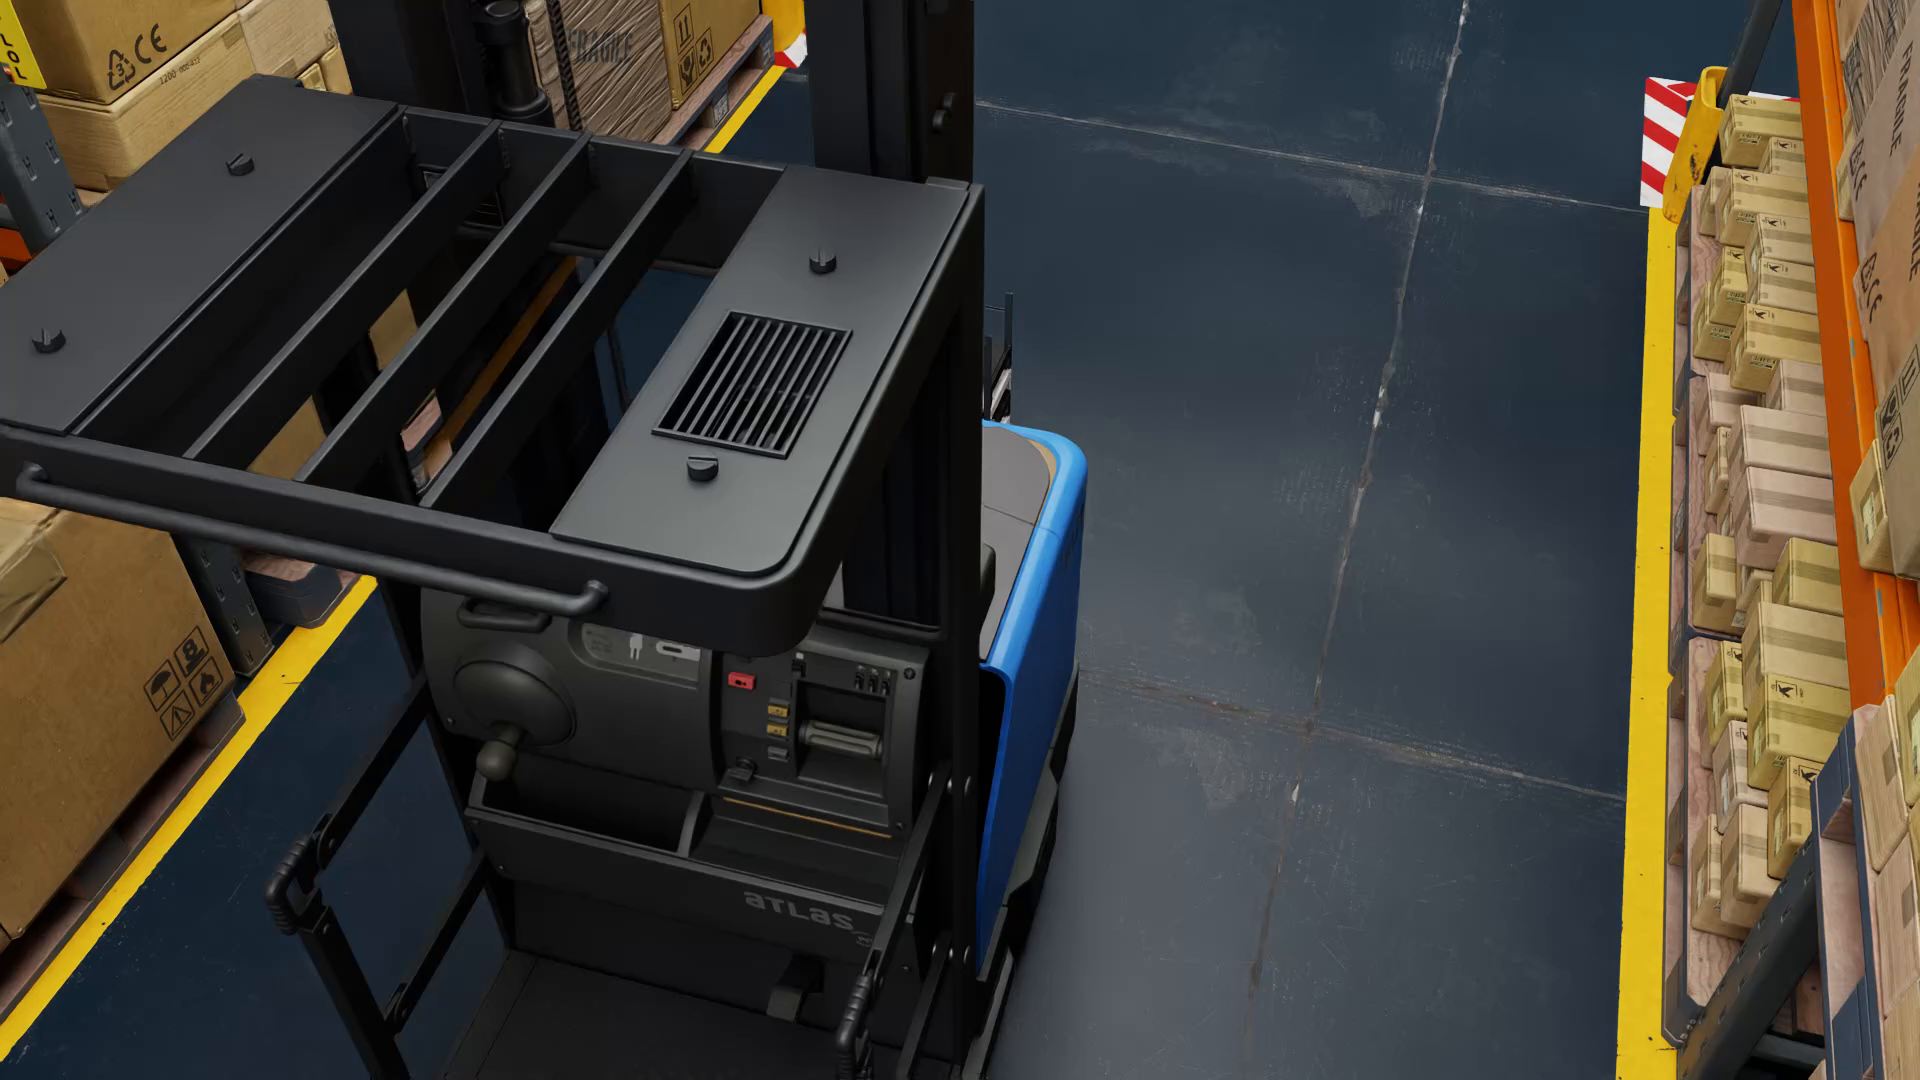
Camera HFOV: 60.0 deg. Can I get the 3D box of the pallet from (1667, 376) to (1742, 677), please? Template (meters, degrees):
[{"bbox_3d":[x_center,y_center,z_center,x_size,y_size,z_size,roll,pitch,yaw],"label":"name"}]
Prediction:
[{"bbox_3d":[2.716,0.031,5.068,1.003,0.211,1.213,13,46,13],"label":"pallet"}]

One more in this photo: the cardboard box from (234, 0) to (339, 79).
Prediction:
[{"bbox_3d":[-1.971,-1.454,4.485,0.500,0.250,0.500,12,46,12],"label":"cardboard box"}]

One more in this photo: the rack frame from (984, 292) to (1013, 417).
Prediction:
[{"bbox_3d":[0.033,-0.395,5.010,0.240,0.900,0.006,13,46,12],"label":"rack frame"}]

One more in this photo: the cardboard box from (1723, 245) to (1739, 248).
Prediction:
[{"bbox_3d":[2.925,-1.019,5.885,0.380,0.149,0.250,12,46,12],"label":"cardboard box"}]

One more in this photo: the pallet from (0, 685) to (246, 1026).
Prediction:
[{"bbox_3d":[-2.680,0.714,4.369,1.003,0.211,1.213,13,46,13],"label":"pallet"}]

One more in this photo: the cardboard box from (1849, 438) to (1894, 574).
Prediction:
[{"bbox_3d":[2.016,-0.040,3.326,0.380,0.149,0.250,11,46,11],"label":"cardboard box"}]

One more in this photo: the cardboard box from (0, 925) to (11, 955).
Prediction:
[{"bbox_3d":[-2.962,0.823,3.483,1.225,0.875,0.875,11,45,11],"label":"cardboard box"}]

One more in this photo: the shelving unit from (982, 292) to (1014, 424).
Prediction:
[{"bbox_3d":[0.002,-0.327,4.941,0.258,0.900,0.210,13,46,12],"label":"shelving unit"}]

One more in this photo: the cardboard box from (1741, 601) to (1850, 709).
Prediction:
[{"bbox_3d":[2.146,0.323,4.088,0.380,0.149,0.250,12,46,12],"label":"cardboard box"}]

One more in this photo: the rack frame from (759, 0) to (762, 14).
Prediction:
[{"bbox_3d":[-1.307,-3.479,6.661,1.000,3.000,0.127,13,46,13],"label":"rack frame"}]

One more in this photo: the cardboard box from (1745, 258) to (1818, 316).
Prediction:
[{"bbox_3d":[2.651,-0.712,5.146,0.380,0.149,0.250,14,46,14],"label":"cardboard box"}]

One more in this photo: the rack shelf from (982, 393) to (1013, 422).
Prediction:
[{"bbox_3d":[0.002,-0.368,4.901,0.258,0.077,0.200,13,46,12],"label":"rack shelf"}]

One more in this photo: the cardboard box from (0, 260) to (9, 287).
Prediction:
[{"bbox_3d":[-2.399,-0.479,3.523,0.500,0.500,0.500,13,46,13],"label":"cardboard box"}]

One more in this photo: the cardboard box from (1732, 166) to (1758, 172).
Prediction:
[{"bbox_3d":[2.987,-1.304,5.963,0.380,0.149,0.250,14,46,14],"label":"cardboard box"}]

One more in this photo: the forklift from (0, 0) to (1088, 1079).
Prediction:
[{"bbox_3d":[-0.571,0.375,2.771,1.130,2.935,3.031,11,45,11],"label":"forklift"}]

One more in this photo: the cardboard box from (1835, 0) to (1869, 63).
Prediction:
[{"bbox_3d":[2.693,-1.577,4.432,0.500,0.500,0.500,13,46,13],"label":"cardboard box"}]

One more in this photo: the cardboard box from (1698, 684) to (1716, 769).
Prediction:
[{"bbox_3d":[2.150,0.495,4.338,0.380,0.149,0.250,11,45,11],"label":"cardboard box"}]

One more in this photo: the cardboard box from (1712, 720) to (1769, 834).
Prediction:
[{"bbox_3d":[2.041,0.607,4.010,0.380,0.149,0.250,11,45,11],"label":"cardboard box"}]

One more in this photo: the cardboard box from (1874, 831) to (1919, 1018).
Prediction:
[{"bbox_3d":[1.543,0.596,2.376,0.380,0.149,0.250,13,46,13],"label":"cardboard box"}]

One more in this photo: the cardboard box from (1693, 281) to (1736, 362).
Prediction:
[{"bbox_3d":[2.674,-0.705,5.564,0.380,0.149,0.250,13,46,13],"label":"cardboard box"}]

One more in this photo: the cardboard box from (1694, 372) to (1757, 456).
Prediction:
[{"bbox_3d":[2.530,-0.367,5.219,0.380,0.149,0.250,10,45,11],"label":"cardboard box"}]

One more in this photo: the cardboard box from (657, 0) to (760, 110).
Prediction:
[{"bbox_3d":[-1.424,-2.426,6.804,0.875,0.875,0.875,13,46,13],"label":"cardboard box"}]

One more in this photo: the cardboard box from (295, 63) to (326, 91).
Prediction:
[{"bbox_3d":[-1.953,-1.201,4.512,0.380,0.149,0.250,14,46,14],"label":"cardboard box"}]

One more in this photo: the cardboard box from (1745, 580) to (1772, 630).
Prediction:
[{"bbox_3d":[2.275,0.279,4.346,0.380,0.149,0.250,13,46,13],"label":"cardboard box"}]

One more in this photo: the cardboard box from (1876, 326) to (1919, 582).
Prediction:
[{"bbox_3d":[2.056,-0.219,3.045,0.500,0.500,0.500,13,46,13],"label":"cardboard box"}]

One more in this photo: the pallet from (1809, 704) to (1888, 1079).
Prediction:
[{"bbox_3d":[1.808,0.852,2.372,1.003,0.211,1.213,13,46,13],"label":"pallet"}]

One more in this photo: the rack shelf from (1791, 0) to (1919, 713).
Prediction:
[{"bbox_3d":[2.784,-0.771,4.408,1.077,0.370,4.000,13,46,13],"label":"rack shelf"}]

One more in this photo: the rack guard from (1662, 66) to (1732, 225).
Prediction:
[{"bbox_3d":[3.367,-1.417,6.341,1.175,0.500,0.348,13,46,13],"label":"rack guard"}]

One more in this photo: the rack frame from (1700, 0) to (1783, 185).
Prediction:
[{"bbox_3d":[3.390,-2.361,5.518,1.000,3.000,0.127,13,46,13],"label":"rack frame"}]

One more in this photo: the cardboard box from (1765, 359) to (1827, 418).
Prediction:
[{"bbox_3d":[2.543,-0.358,4.784,0.380,0.149,0.250,13,46,13],"label":"cardboard box"}]

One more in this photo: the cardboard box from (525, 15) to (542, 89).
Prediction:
[{"bbox_3d":[-1.969,-1.226,5.578,0.875,0.875,0.875,13,46,13],"label":"cardboard box"}]

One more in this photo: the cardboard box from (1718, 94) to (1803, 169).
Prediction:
[{"bbox_3d":[2.907,-1.428,5.877,0.380,0.149,0.250,11,45,11],"label":"cardboard box"}]

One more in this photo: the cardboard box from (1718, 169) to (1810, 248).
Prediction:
[{"bbox_3d":[2.740,-1.078,5.519,0.380,0.149,0.250,12,46,12],"label":"cardboard box"}]

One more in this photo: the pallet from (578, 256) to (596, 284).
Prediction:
[{"bbox_3d":[-1.845,-1.122,6.246,1.003,0.211,1.213,13,46,12],"label":"pallet"}]

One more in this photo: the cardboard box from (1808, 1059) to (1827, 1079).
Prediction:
[{"bbox_3d":[1.703,1.217,2.813,0.500,0.250,0.500,11,45,11],"label":"cardboard box"}]

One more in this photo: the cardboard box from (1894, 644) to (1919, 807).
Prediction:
[{"bbox_3d":[1.621,0.304,2.462,0.380,0.149,0.250,13,46,13],"label":"cardboard box"}]

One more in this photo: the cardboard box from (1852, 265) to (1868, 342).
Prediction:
[{"bbox_3d":[2.309,-0.559,3.857,0.380,0.149,0.250,11,45,11],"label":"cardboard box"}]

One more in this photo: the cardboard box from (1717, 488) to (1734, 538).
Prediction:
[{"bbox_3d":[2.429,-0.009,4.853,0.380,0.149,0.250,13,46,13],"label":"cardboard box"}]

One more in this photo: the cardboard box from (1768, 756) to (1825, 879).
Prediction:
[{"bbox_3d":[2.038,0.669,3.734,0.380,0.149,0.250,14,46,14],"label":"cardboard box"}]

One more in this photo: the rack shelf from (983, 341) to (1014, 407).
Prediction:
[{"bbox_3d":[0.002,-0.496,4.775,0.258,0.077,0.200,13,46,12],"label":"rack shelf"}]

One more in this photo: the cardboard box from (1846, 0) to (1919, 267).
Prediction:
[{"bbox_3d":[2.366,-0.896,3.737,0.500,0.500,0.500,12,46,12],"label":"cardboard box"}]

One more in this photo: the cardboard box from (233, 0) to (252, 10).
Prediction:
[{"bbox_3d":[-1.973,-1.725,4.227,0.500,0.500,0.500,13,46,13],"label":"cardboard box"}]

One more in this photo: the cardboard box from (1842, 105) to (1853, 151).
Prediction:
[{"bbox_3d":[2.556,-1.074,4.383,0.380,0.149,0.250,14,46,14],"label":"cardboard box"}]

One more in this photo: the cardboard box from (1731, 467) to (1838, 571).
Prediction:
[{"bbox_3d":[2.293,-0.034,4.453,0.380,0.149,0.250,10,45,11],"label":"cardboard box"}]

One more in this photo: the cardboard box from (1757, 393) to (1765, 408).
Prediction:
[{"bbox_3d":[2.646,-0.417,5.057,0.380,0.149,0.250,15,46,15],"label":"cardboard box"}]
